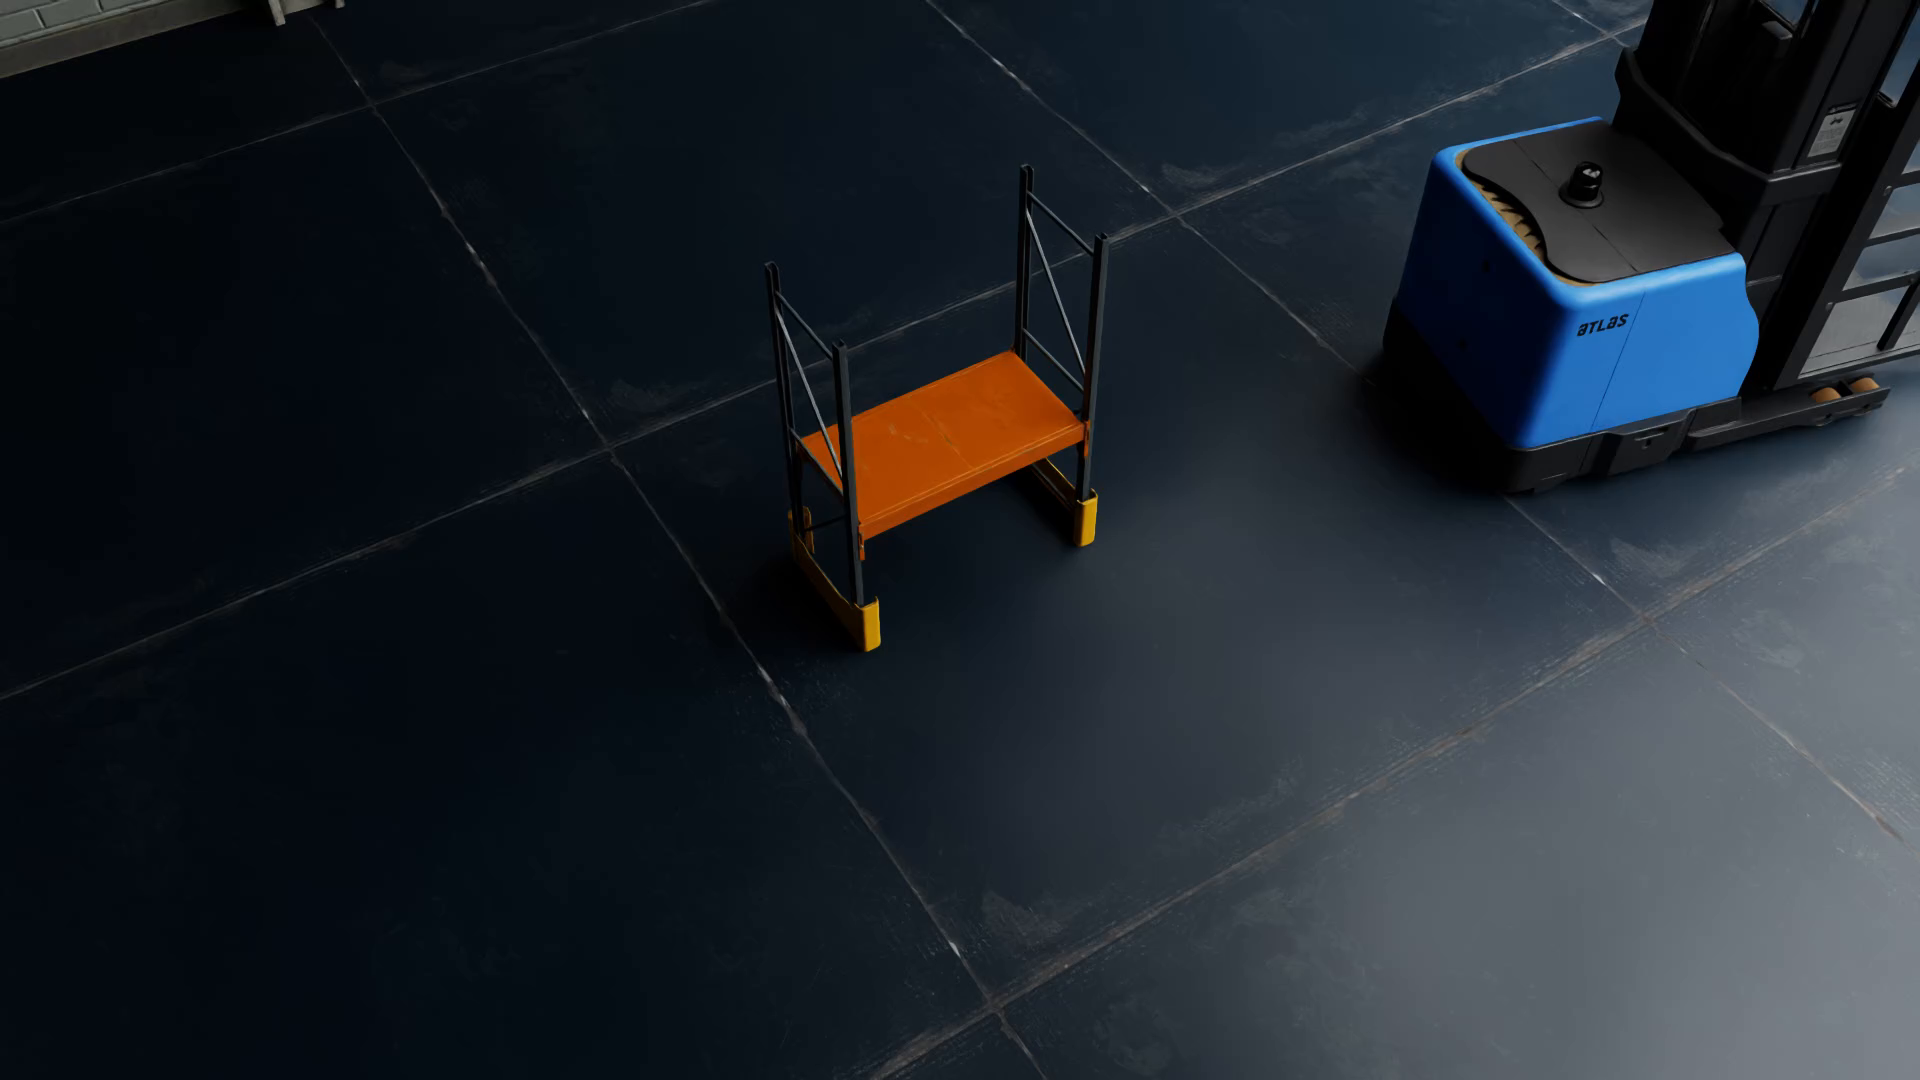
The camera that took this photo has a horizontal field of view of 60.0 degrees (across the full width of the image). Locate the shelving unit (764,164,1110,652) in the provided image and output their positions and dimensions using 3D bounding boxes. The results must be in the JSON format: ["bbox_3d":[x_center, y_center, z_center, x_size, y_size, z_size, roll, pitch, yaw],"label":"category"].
[{"bbox_3d":[-0.064,-0.468,6.108,1.083,1.500,0.587,-25,53,-21],"label":"shelving unit"}]

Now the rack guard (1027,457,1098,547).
[{"bbox_3d":[0.357,-0.251,6.752,0.087,0.250,0.587,-25,53,-21],"label":"rack guard"}]

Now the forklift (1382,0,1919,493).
[{"bbox_3d":[3.447,-1.826,6.359,3.031,2.935,1.130,-14,50,-12],"label":"forklift"}]

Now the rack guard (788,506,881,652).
[{"bbox_3d":[-0.486,0.146,6.398,0.087,0.250,0.587,-25,53,-21],"label":"rack guard"}]

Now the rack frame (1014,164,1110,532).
[{"bbox_3d":[0.358,-0.667,6.285,0.032,1.500,0.500,-25,53,-21],"label":"rack frame"}]

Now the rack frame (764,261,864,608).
[{"bbox_3d":[-0.502,-0.262,5.925,0.032,1.500,0.500,-25,53,-21],"label":"rack frame"}]

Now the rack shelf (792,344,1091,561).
[{"bbox_3d":[-0.072,-0.345,6.239,1.000,0.185,0.538,-25,53,-21],"label":"rack shelf"}]
